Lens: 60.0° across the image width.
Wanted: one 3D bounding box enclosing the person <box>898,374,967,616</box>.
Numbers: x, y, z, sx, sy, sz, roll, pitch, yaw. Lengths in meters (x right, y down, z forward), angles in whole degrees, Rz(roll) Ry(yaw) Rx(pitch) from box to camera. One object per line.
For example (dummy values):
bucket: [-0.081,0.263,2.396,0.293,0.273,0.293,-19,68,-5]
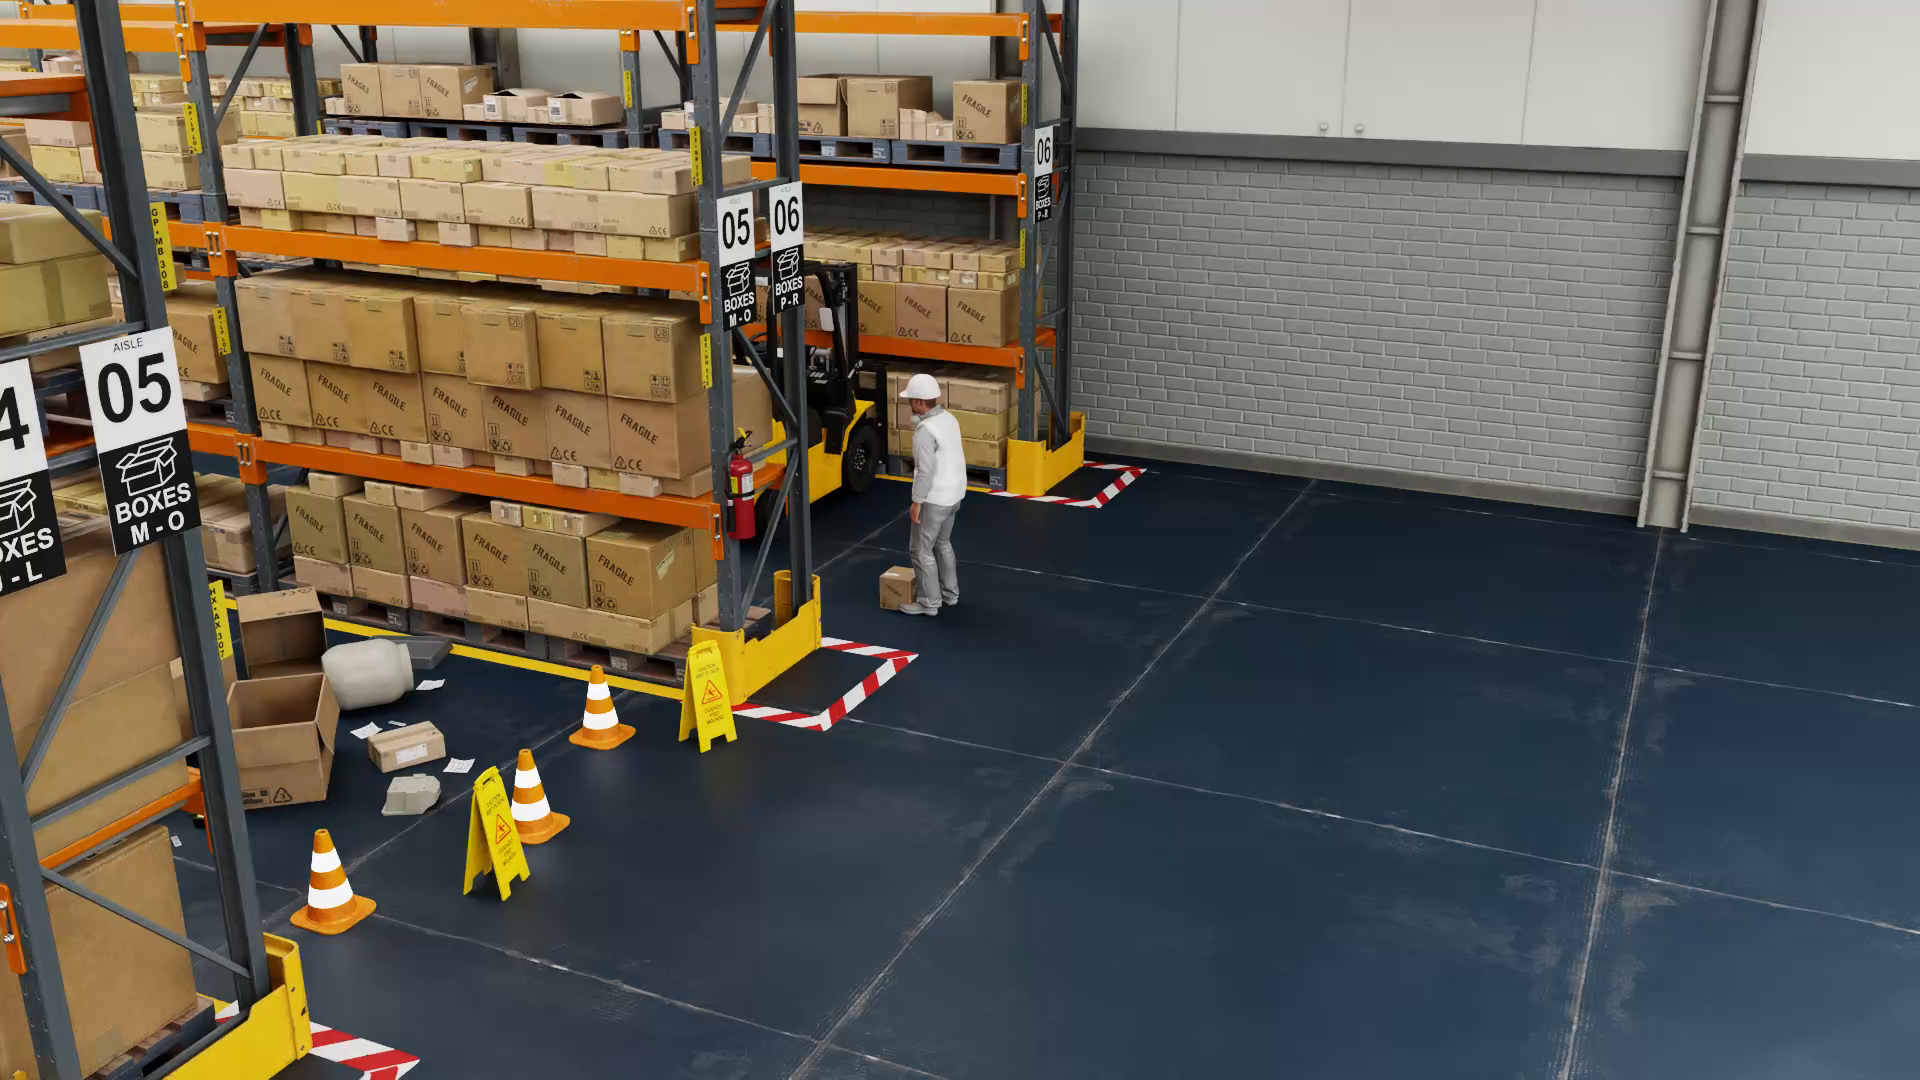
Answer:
person: [-0.195,-0.325,11.972,0.466,1.771,0.584,8,20,22]
